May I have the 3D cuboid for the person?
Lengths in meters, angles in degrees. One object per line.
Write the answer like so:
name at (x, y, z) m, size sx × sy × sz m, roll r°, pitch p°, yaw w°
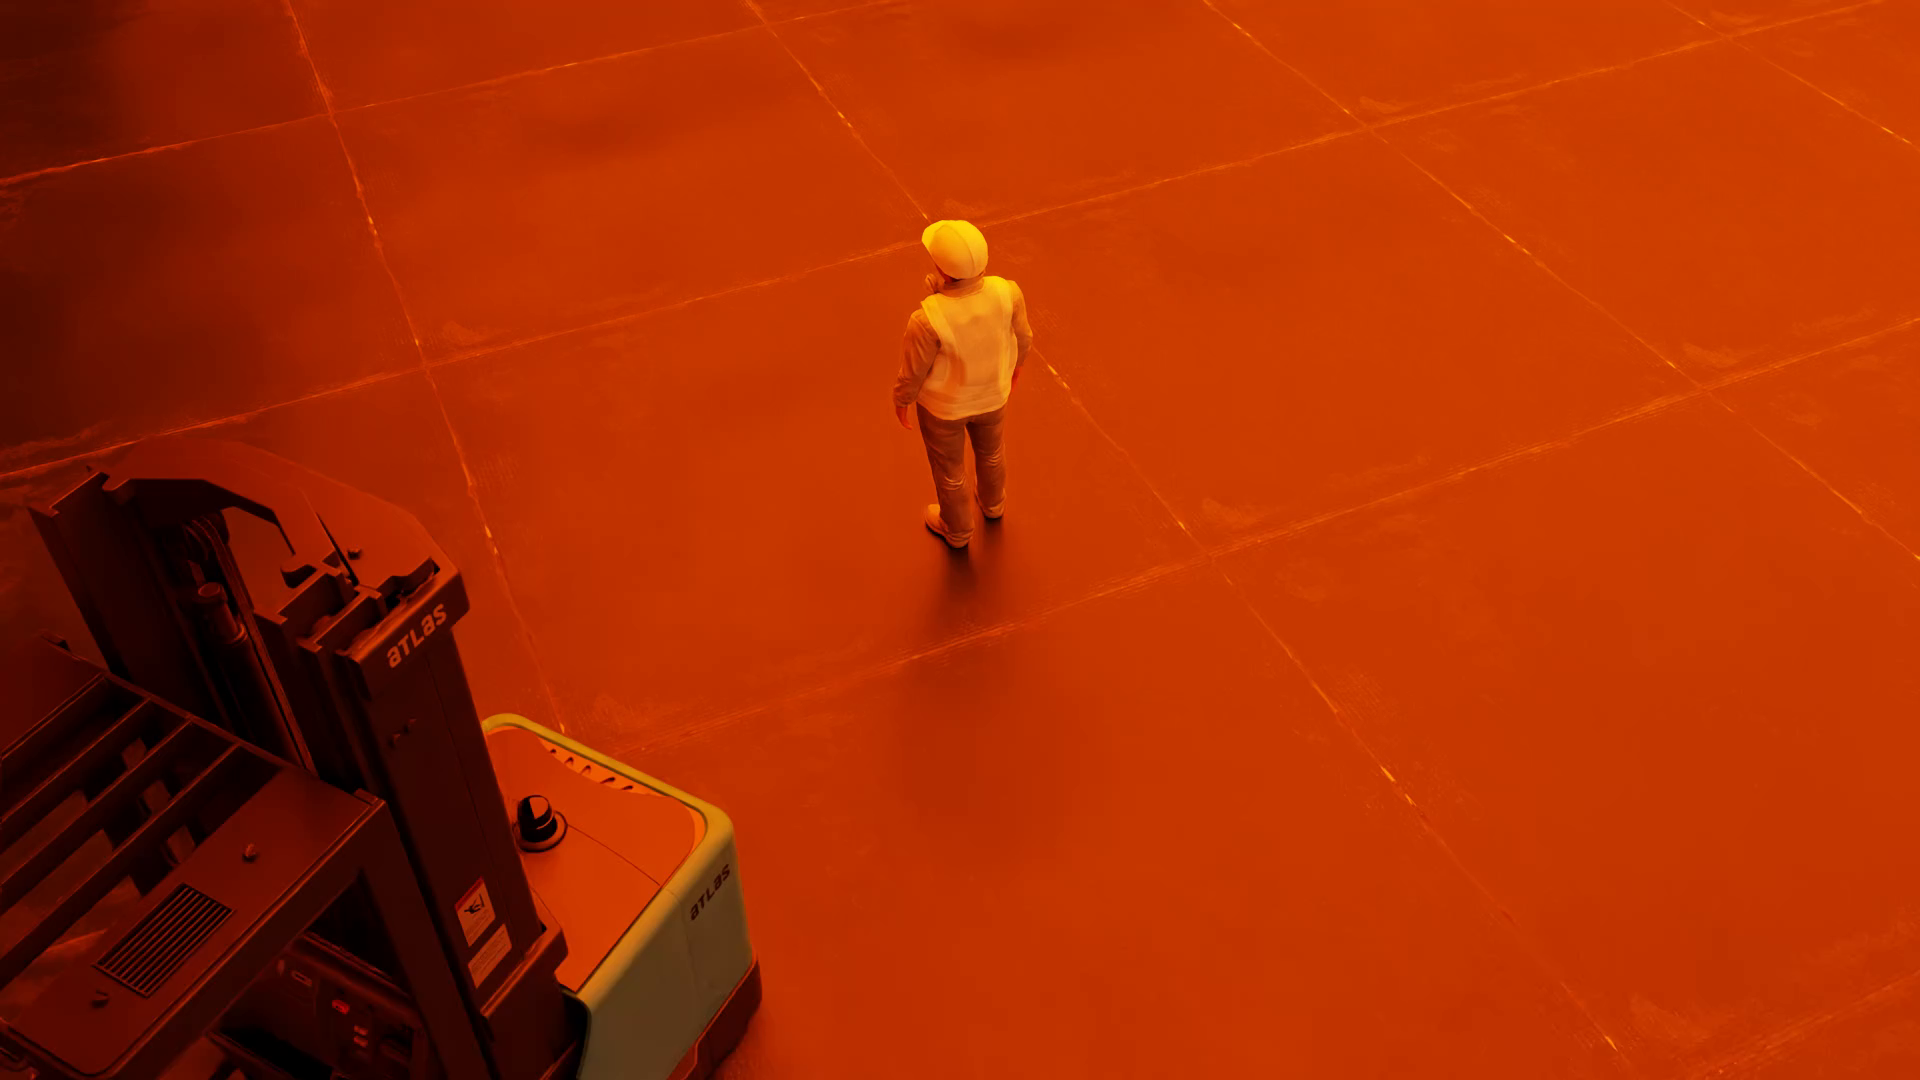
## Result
person at (-0.018, -0.695, 7.262) m, size 0.632 × 1.773 × 0.568 m, roll -18°, pitch 46°, yaw -18°

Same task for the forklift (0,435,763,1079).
forklift at (-1.858, 1.319, 4.267) m, size 1.130 × 2.935 × 3.031 m, roll 20°, pitch 47°, yaw 21°
